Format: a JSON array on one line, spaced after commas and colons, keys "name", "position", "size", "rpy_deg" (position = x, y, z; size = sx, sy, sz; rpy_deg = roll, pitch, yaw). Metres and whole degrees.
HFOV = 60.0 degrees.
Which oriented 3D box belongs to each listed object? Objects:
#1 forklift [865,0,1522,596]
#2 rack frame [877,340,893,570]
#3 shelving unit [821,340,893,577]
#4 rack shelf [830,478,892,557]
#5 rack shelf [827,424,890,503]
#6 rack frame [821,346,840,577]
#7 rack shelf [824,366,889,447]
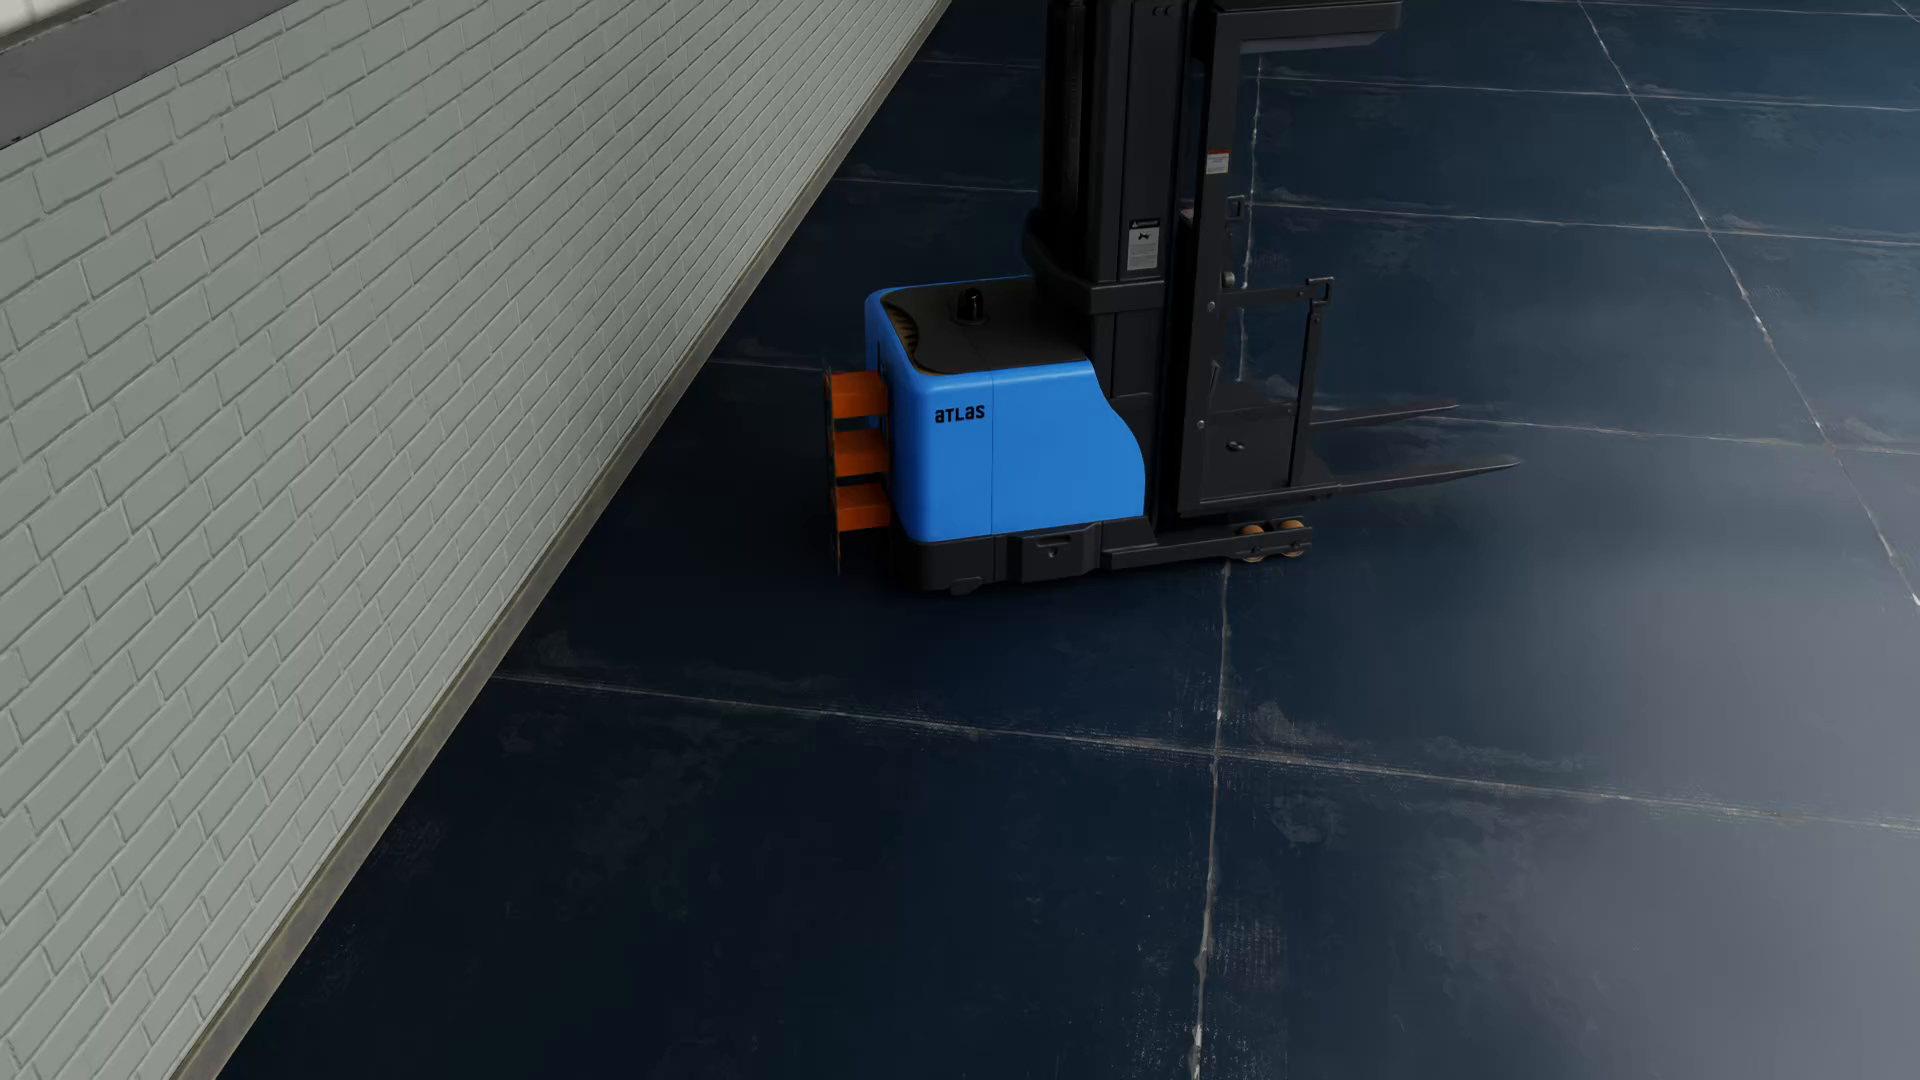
[{"name": "forklift", "position": [1.128, -1.406, 7.233], "size": [3.031, 2.935, 1.130], "rpy_deg": [-7, 33, -12]}, {"name": "rack frame", "position": [-0.329, -0.362, 7.338], "size": [0.008, 1.050, 0.200], "rpy_deg": [-7, 33, -12]}, {"name": "shelving unit", "position": [-0.447, -0.346, 7.314], "size": [0.252, 1.050, 0.215], "rpy_deg": [-7, 33, -12]}, {"name": "rack shelf", "position": [-0.447, -0.102, 7.467], "size": [0.240, 0.259, 0.215], "rpy_deg": [-7, 33, -12]}, {"name": "rack shelf", "position": [-0.447, -0.337, 7.319], "size": [0.240, 0.259, 0.215], "rpy_deg": [-7, 33, -12]}, {"name": "rack frame", "position": [-0.566, -0.331, 7.289], "size": [0.008, 1.050, 0.200], "rpy_deg": [-7, 33, -12]}, {"name": "rack shelf", "position": [-0.447, -0.578, 7.169], "size": [0.240, 0.259, 0.215], "rpy_deg": [-7, 33, -12]}]
